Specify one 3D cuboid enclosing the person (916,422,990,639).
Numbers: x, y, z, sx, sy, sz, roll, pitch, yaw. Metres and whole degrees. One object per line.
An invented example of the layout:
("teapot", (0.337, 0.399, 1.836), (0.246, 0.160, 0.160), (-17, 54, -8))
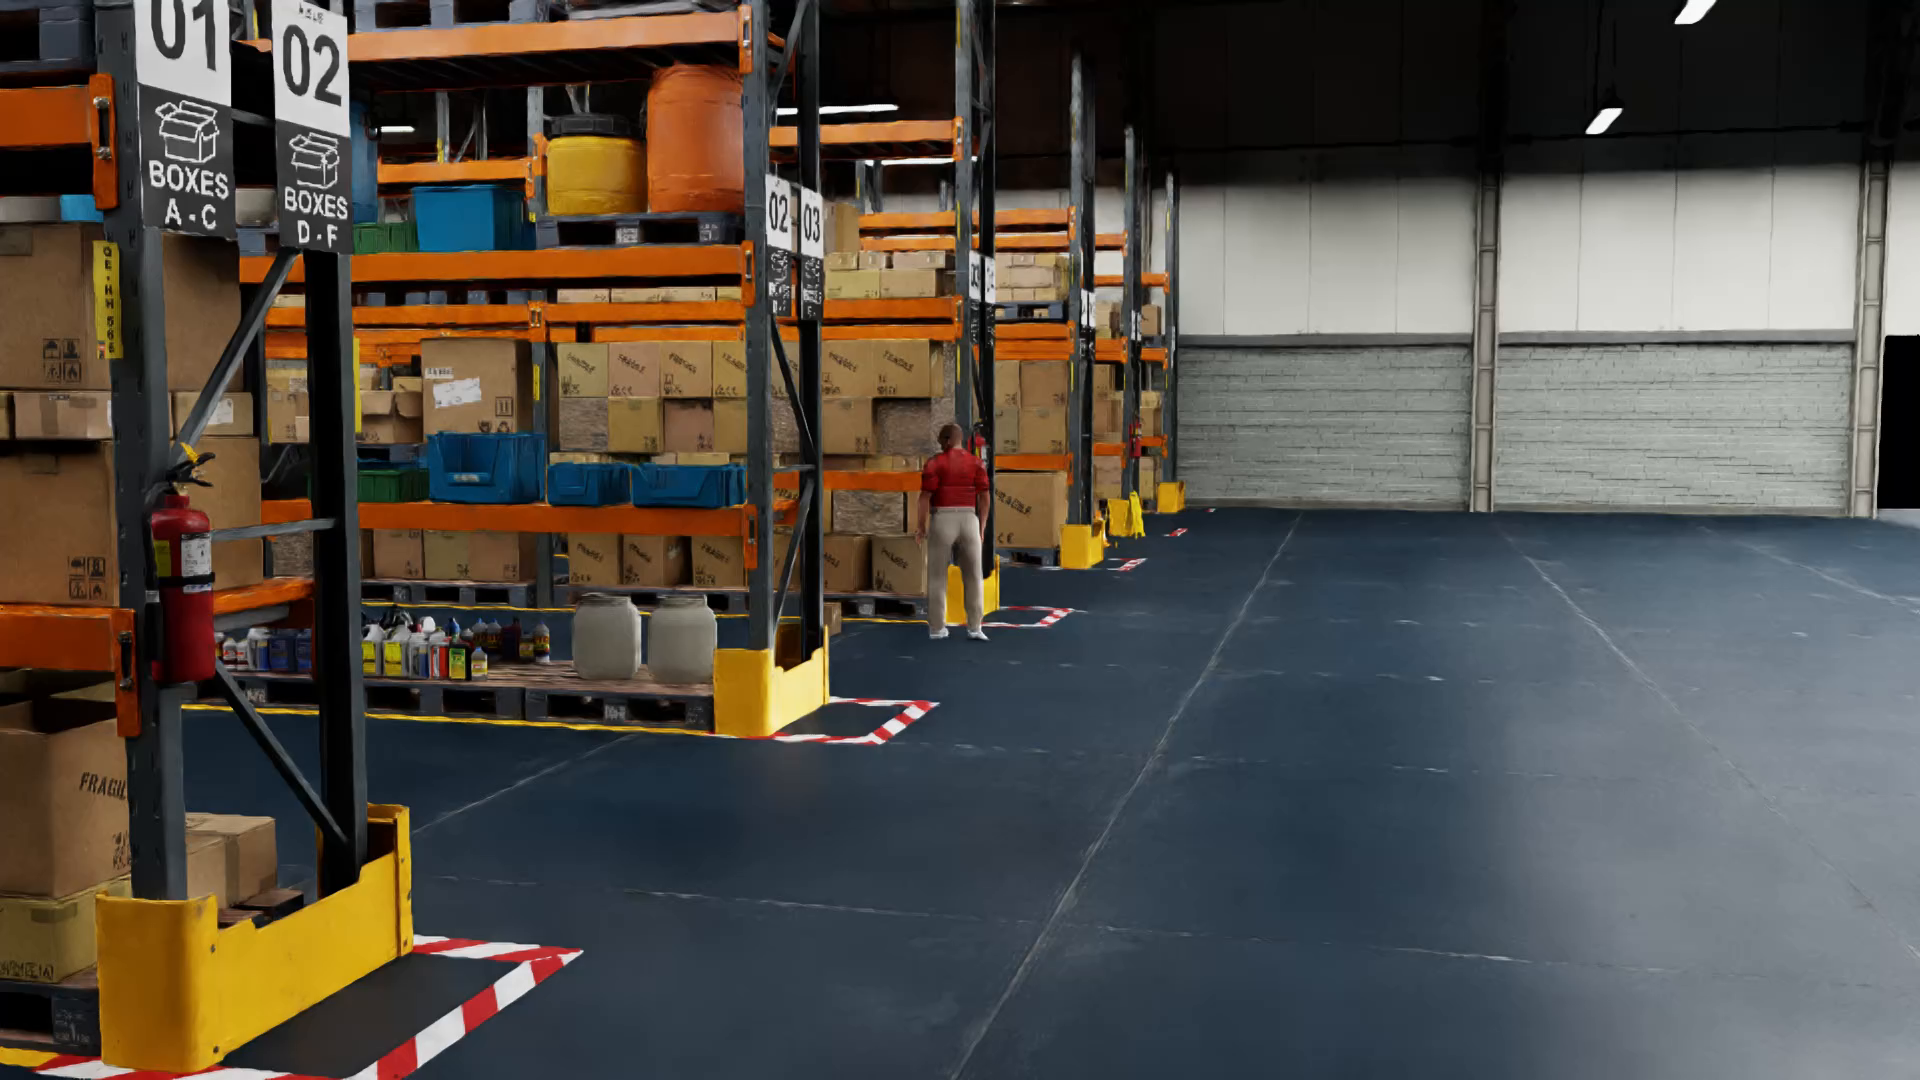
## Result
("person", (-0.061, -0.050, 13.319), (0.582, 1.784, 0.399), (-1, 5, -12))
